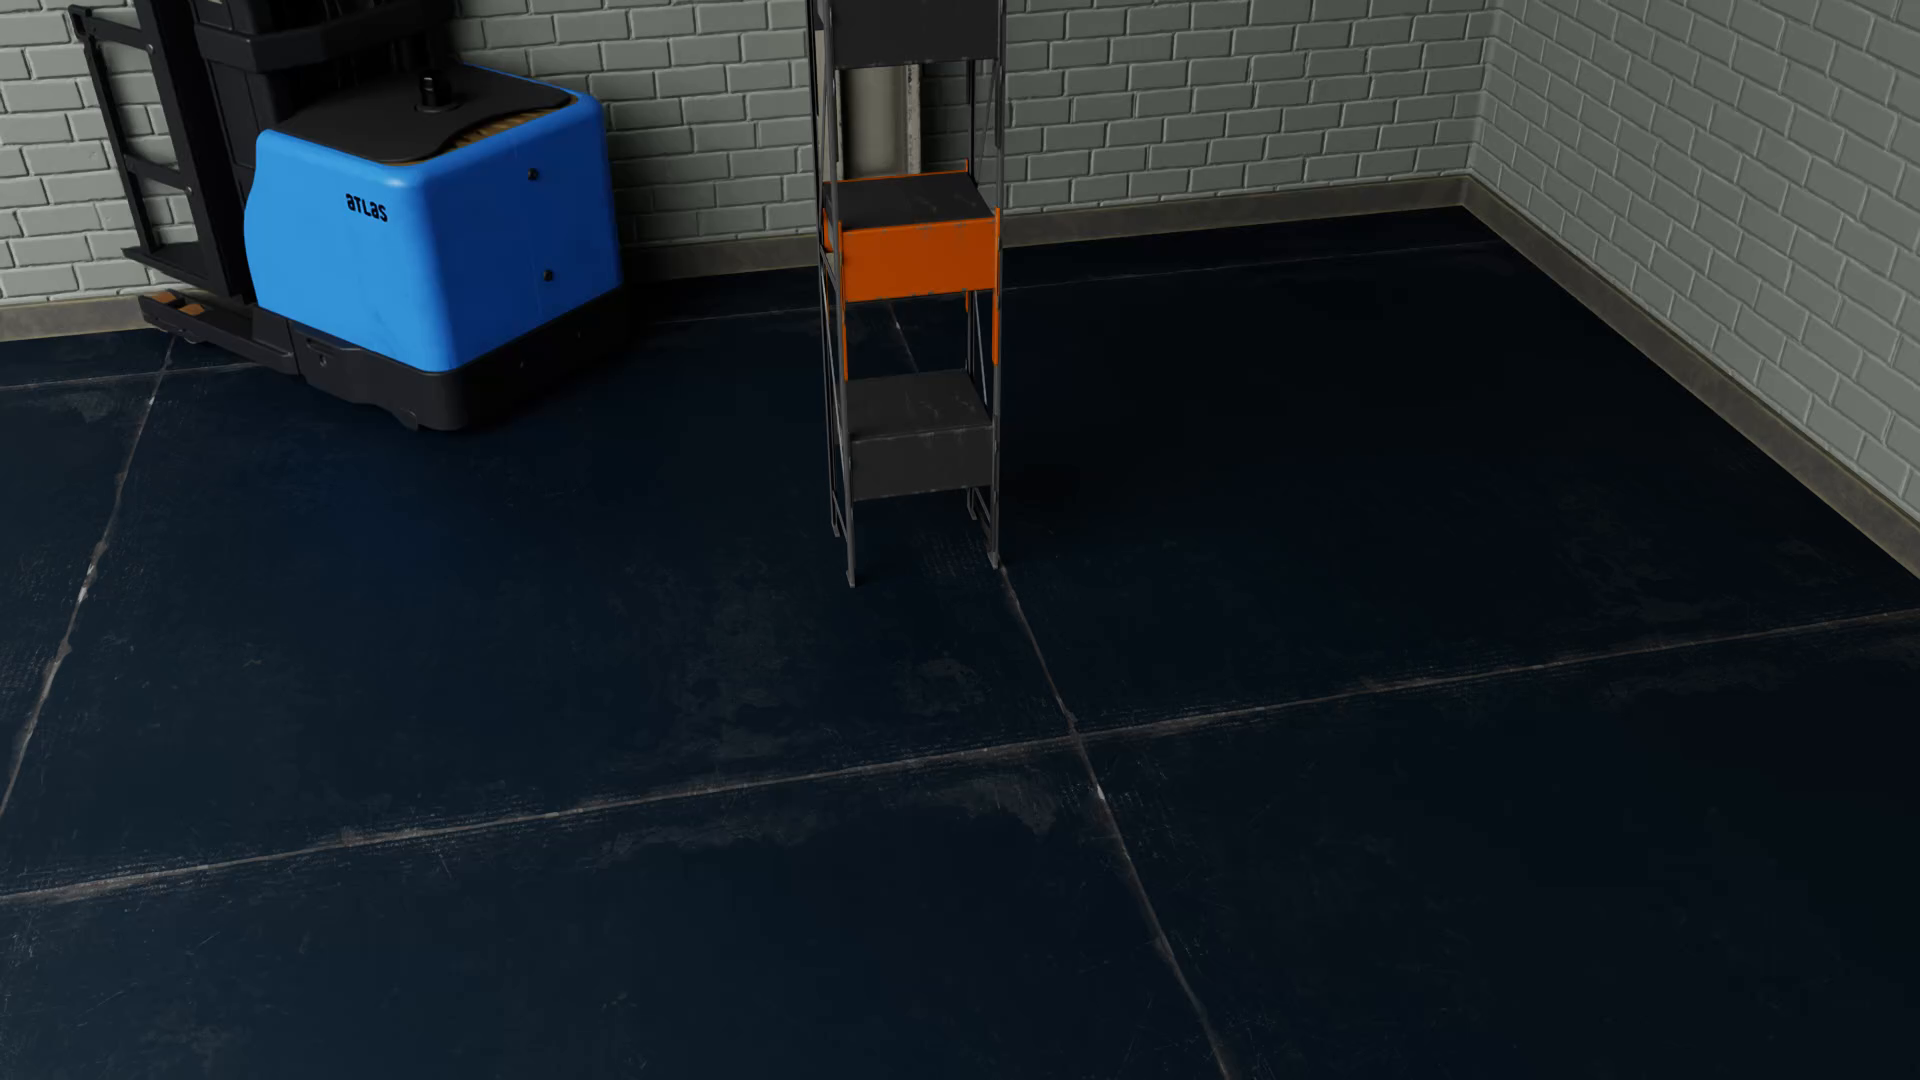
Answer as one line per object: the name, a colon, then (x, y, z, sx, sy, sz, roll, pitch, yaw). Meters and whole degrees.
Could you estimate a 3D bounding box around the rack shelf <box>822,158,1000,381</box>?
rack shelf: (-0.161, -0.840, 5.142, 0.480, 0.518, 0.431, -7, 35, -11)

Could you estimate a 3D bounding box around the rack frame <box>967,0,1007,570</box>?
rack frame: (0.077, -0.882, 5.179, 0.015, 2.100, 0.400, -7, 35, -11)

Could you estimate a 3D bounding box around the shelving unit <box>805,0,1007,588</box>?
shelving unit: (-0.161, -0.852, 5.135, 0.503, 2.100, 0.431, -7, 35, -11)

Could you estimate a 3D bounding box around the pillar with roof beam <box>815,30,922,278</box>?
pillar with roof beam: (0.558, -2.621, 1.581, 0.400, 9.000, 9.100, -7, 35, -11)

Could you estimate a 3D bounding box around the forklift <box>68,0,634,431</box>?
forklift: (-2.856, -2.259, 6.486, 3.031, 2.935, 1.130, 21, 39, 28)

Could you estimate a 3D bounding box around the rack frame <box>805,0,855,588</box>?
rack frame: (-0.399, -0.822, 5.090, 0.015, 2.100, 0.400, -7, 35, -11)

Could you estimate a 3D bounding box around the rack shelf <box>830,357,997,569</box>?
rack shelf: (-0.161, -0.259, 5.532, 0.480, 0.518, 0.431, -7, 35, -11)

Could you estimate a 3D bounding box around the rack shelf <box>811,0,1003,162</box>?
rack shelf: (-0.161, -1.421, 4.752, 0.480, 0.518, 0.431, -7, 35, -11)
